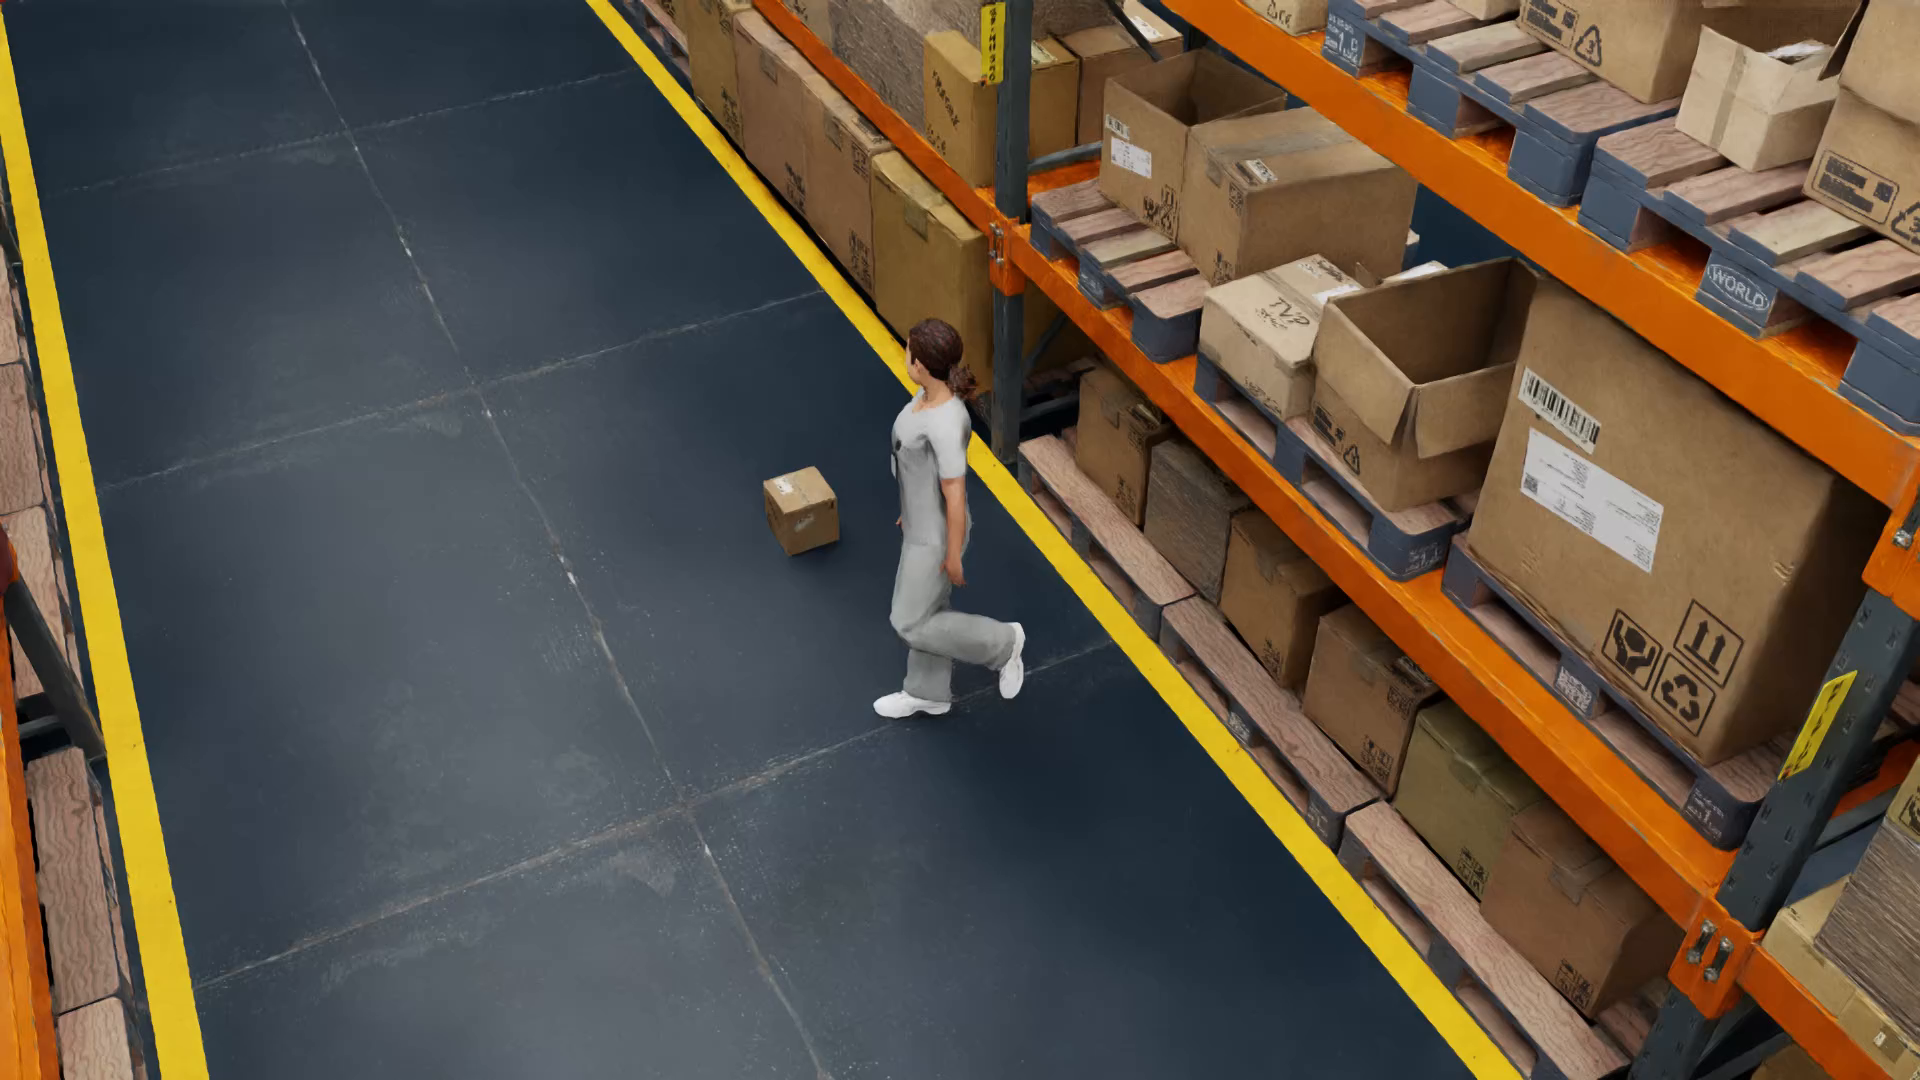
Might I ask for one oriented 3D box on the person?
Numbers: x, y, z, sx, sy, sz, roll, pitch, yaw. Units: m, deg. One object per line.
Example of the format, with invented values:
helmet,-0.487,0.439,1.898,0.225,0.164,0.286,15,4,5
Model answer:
person,-0.077,-0.050,6.222,0.605,1.640,0.553,-9,42,-10
